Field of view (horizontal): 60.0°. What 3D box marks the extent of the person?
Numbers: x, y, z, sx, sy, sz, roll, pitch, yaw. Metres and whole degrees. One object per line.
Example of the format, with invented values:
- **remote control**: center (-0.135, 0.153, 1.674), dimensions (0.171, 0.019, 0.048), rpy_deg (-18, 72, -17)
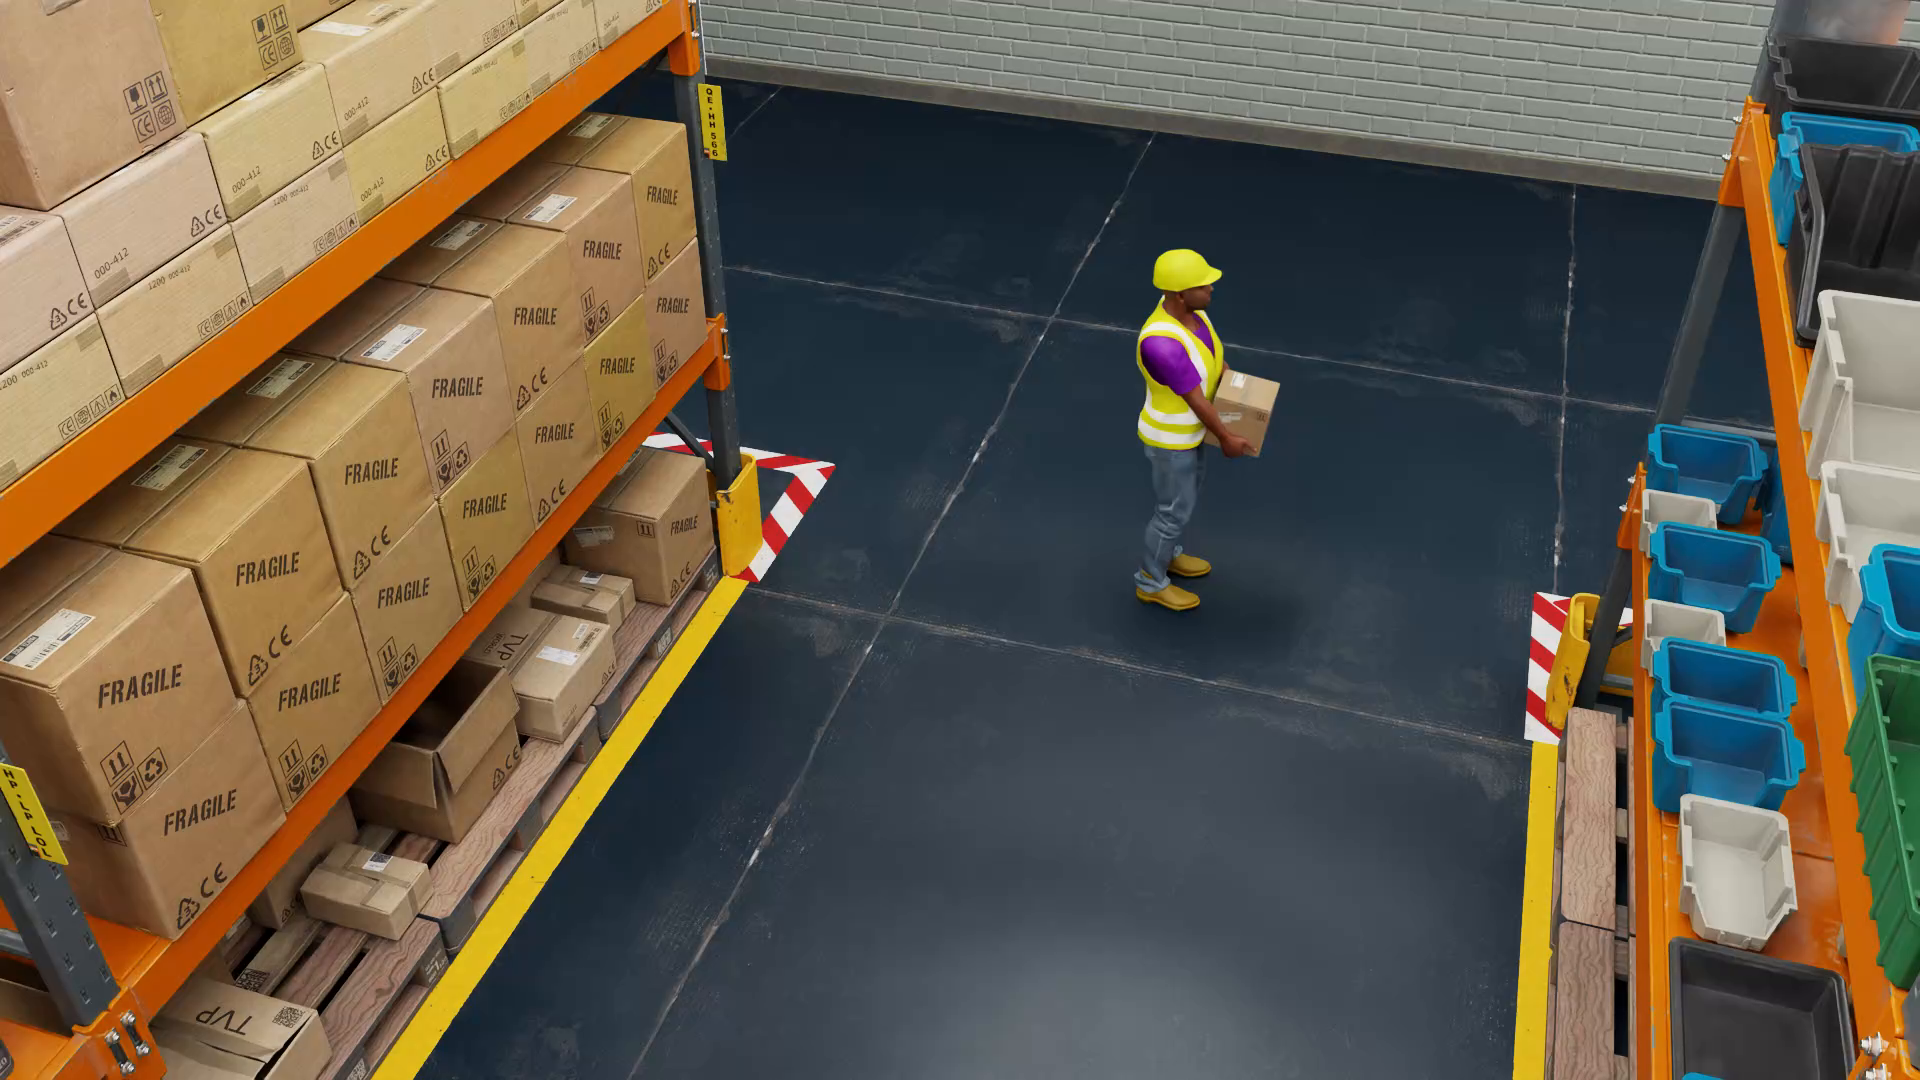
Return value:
- **person**: center (-0.188, 4.038, 1.483), dimensions (2.928, 1.761, 15.637), rpy_deg (11, 38, 15)
